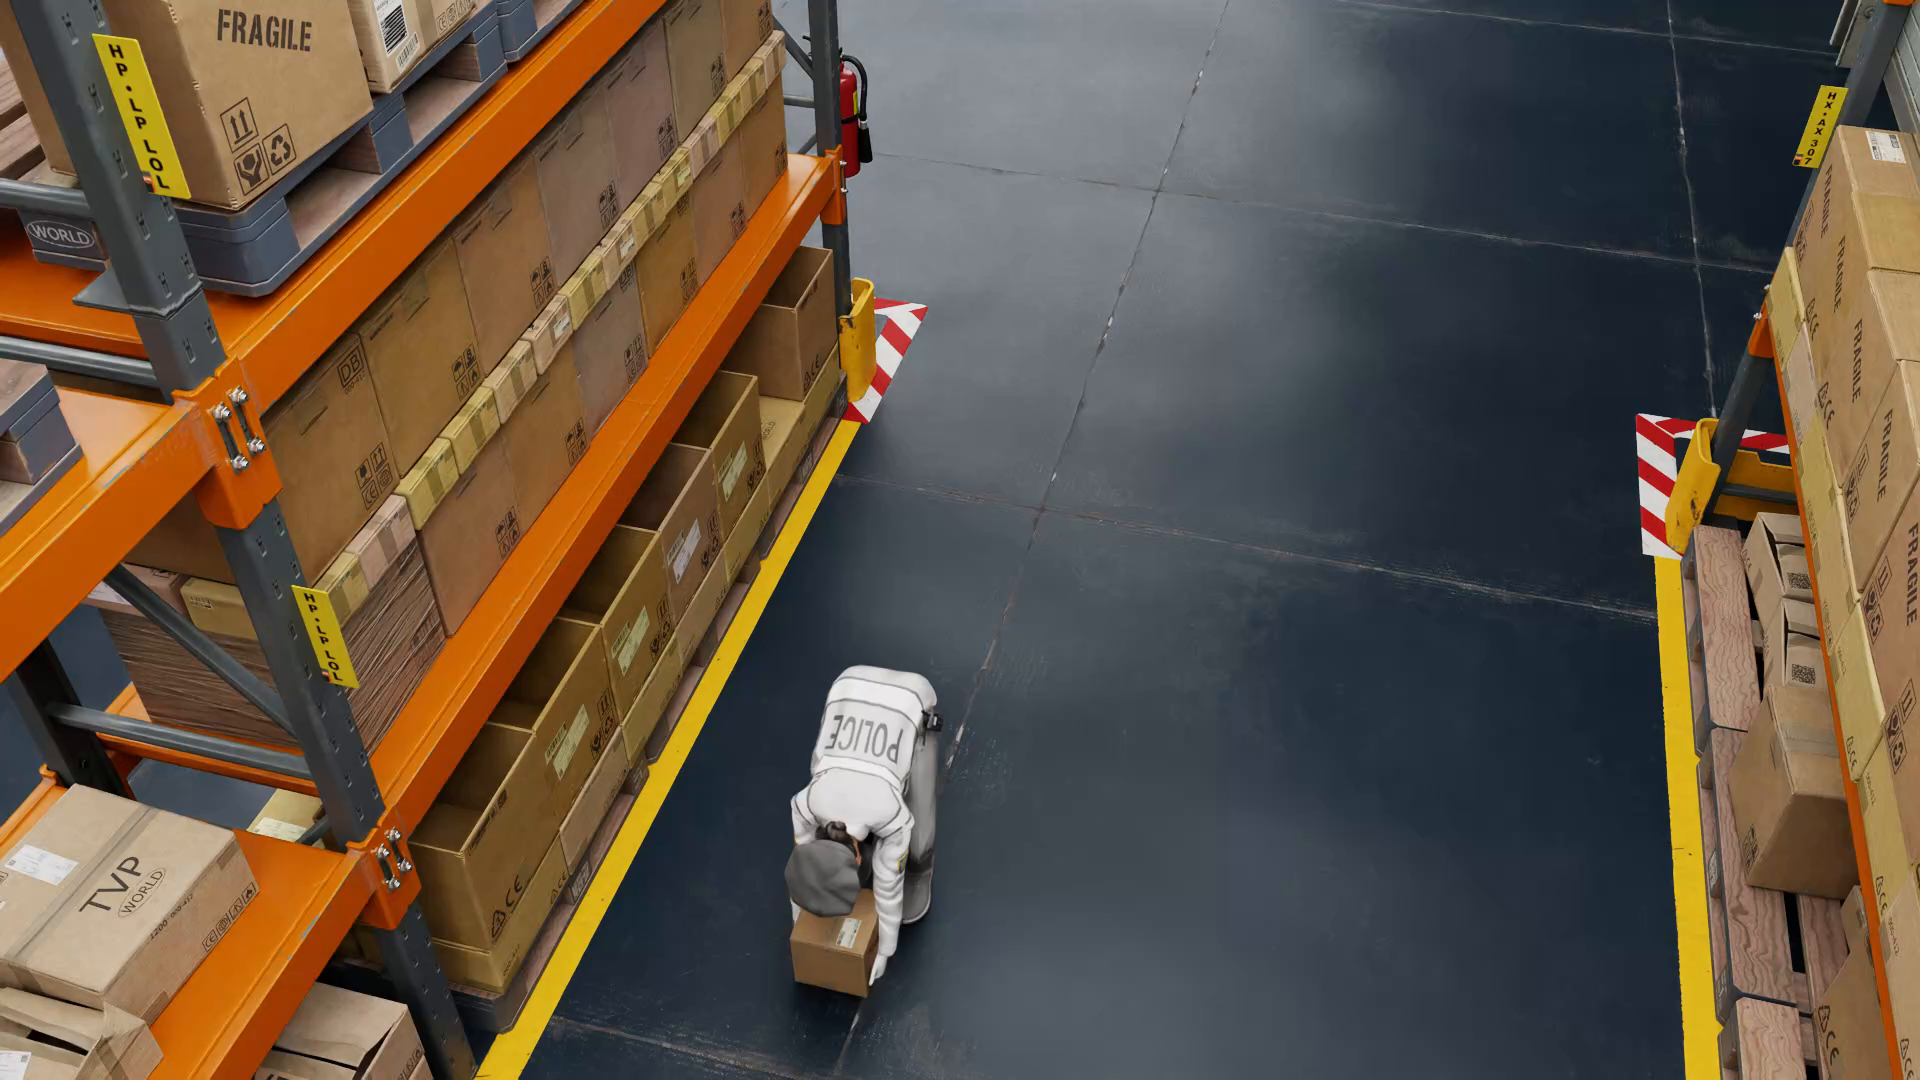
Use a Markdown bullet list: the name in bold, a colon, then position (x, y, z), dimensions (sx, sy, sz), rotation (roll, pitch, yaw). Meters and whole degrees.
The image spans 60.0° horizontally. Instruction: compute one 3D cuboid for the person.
- **person**: position (-0.317, 1.001, 5.534), dimensions (0.434, 0.983, 0.907), rotation (9, 42, 10)
